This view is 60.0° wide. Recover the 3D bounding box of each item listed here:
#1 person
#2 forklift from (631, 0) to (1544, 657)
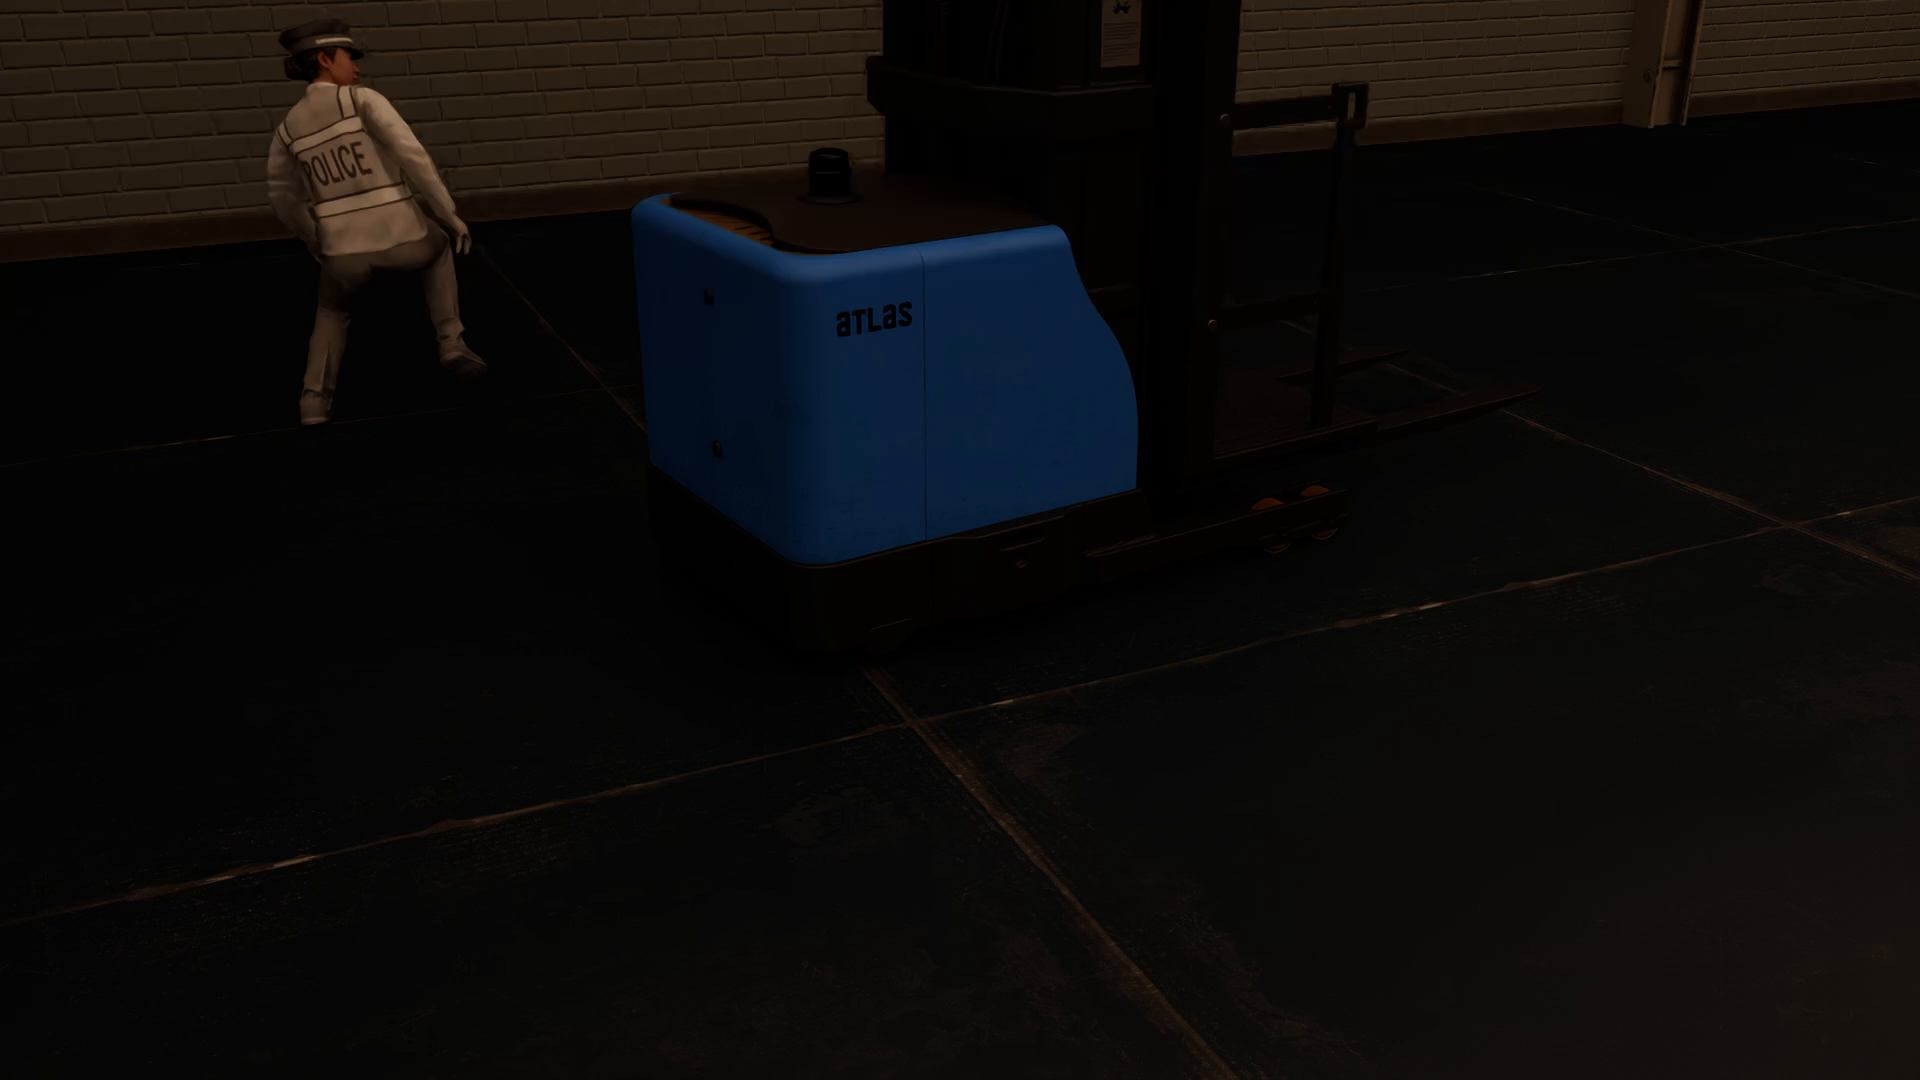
[{"bbox_3d":[-2.119,-1.135,6.021,0.740,1.456,0.633,-2,23,-5],"label":"person"},{"bbox_3d":[0.592,-1.467,4.818,3.031,2.935,1.130,-14,26,-30],"label":"forklift"}]
